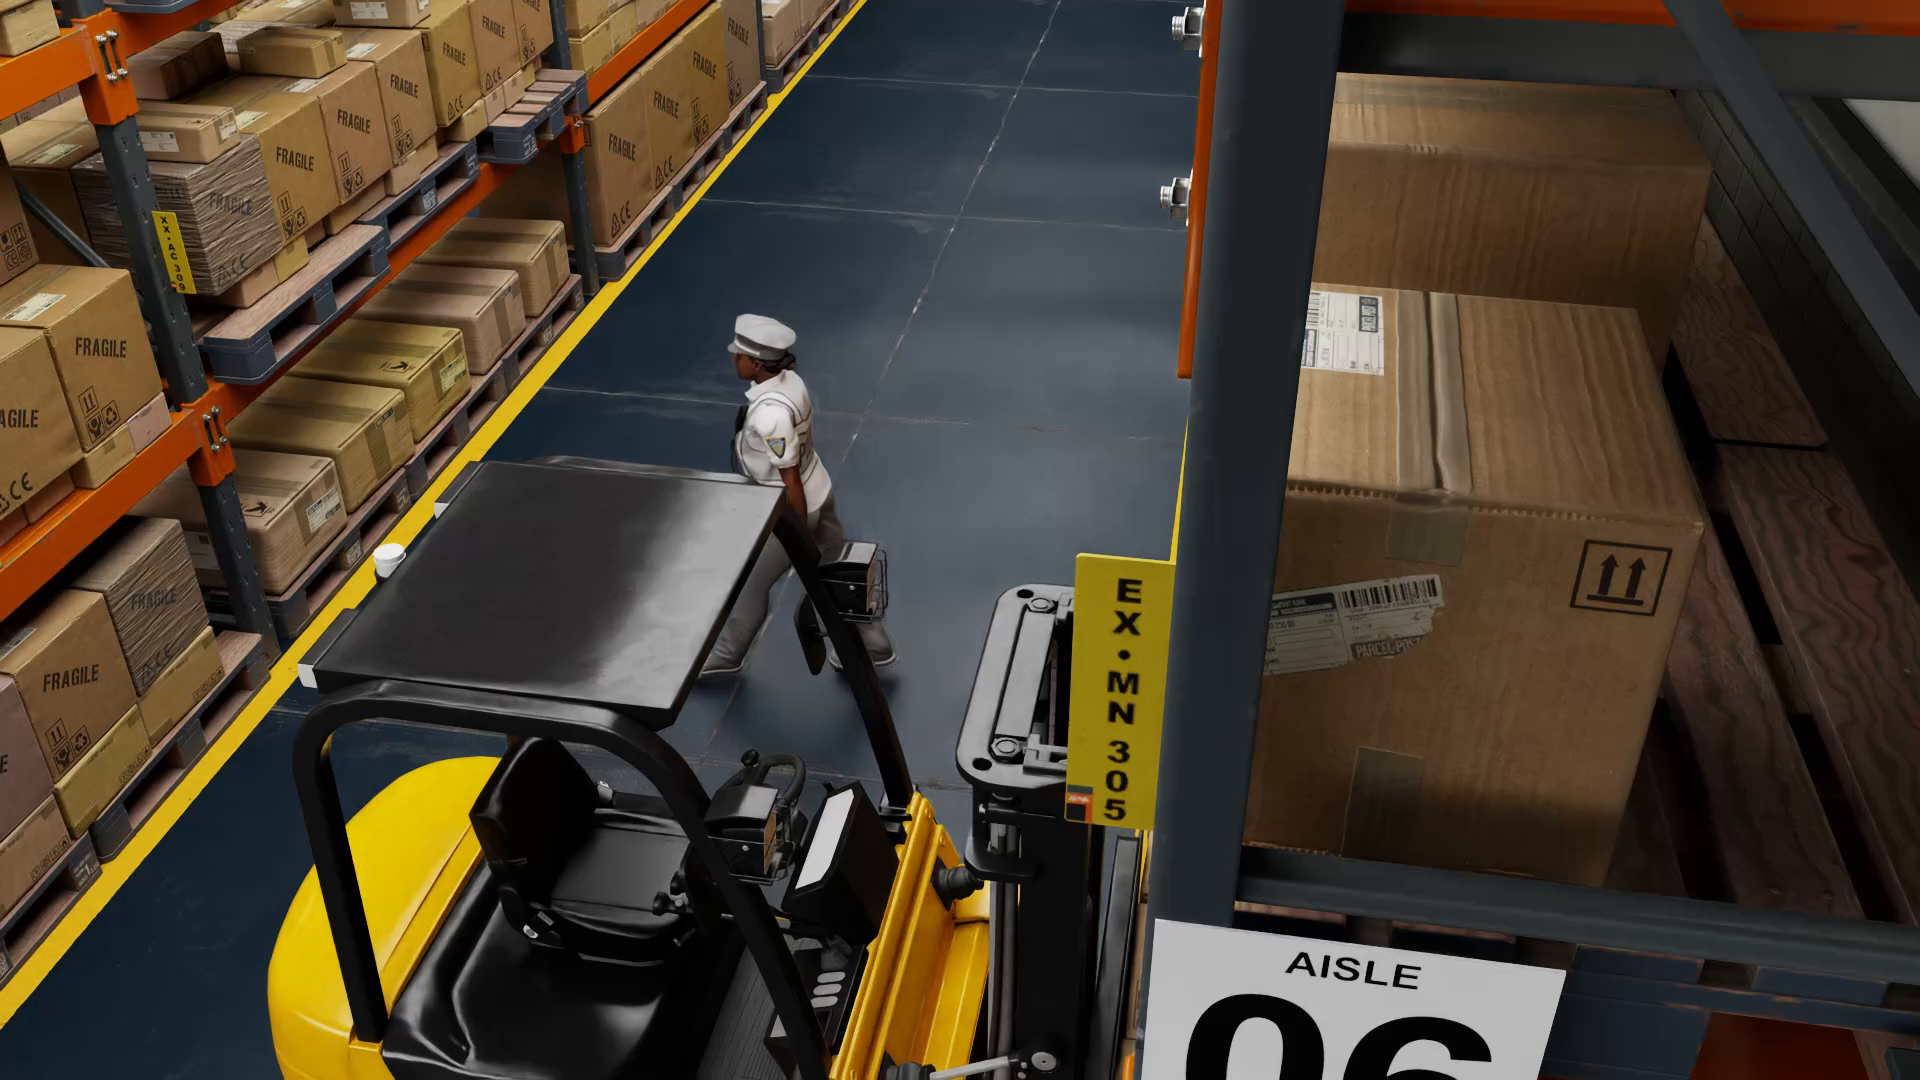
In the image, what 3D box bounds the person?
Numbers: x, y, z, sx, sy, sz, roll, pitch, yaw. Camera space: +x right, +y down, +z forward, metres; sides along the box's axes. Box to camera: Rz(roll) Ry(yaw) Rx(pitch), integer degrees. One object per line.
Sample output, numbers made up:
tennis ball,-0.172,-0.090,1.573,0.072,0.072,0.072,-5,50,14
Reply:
person,-0.748,-0.159,6.843,0.936,1.627,0.453,5,33,8
